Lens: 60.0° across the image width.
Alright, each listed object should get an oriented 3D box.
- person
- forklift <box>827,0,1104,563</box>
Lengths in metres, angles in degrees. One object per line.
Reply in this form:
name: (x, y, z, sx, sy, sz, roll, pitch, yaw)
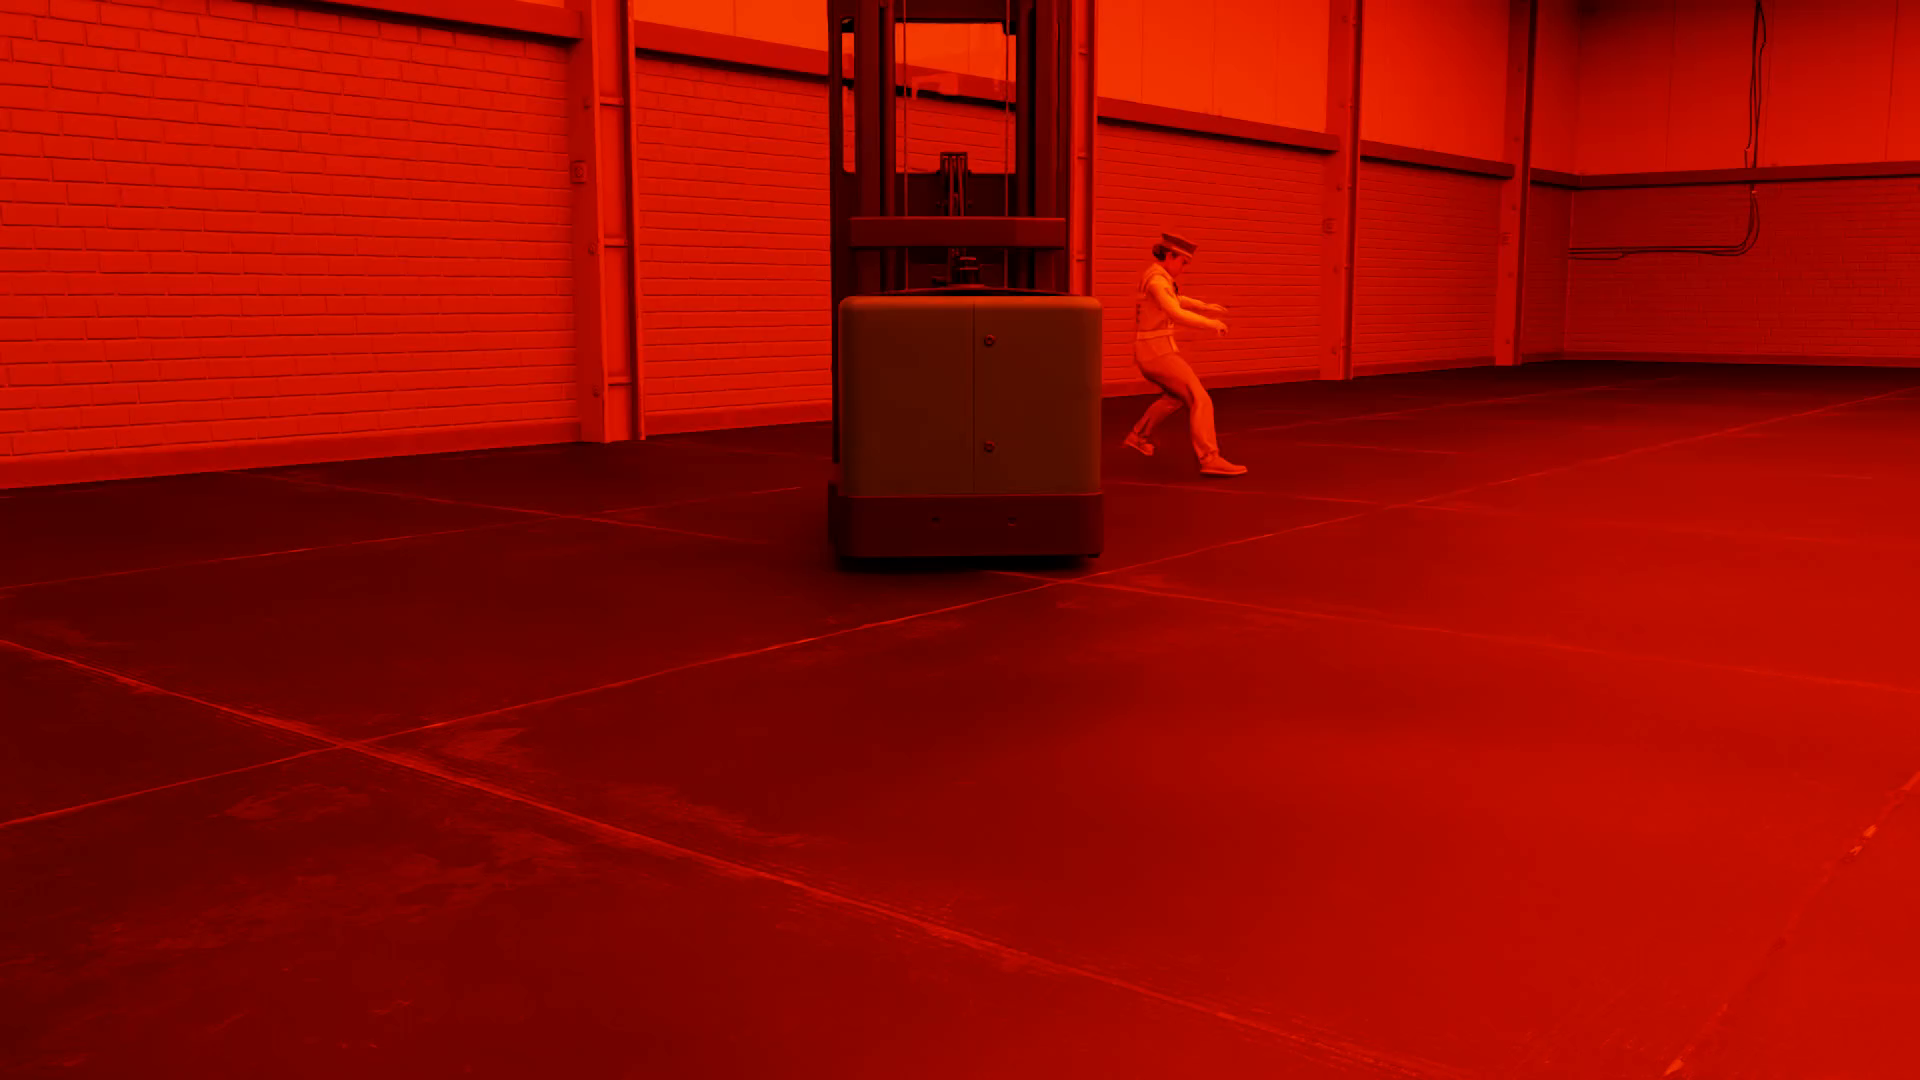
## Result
person: (1.410, -1.193, 10.478, 0.704, 1.463, 1.219, 0, 8, 3)
forklift: (-0.065, -1.534, 7.764, 1.130, 2.935, 3.031, -1, 8, -5)
